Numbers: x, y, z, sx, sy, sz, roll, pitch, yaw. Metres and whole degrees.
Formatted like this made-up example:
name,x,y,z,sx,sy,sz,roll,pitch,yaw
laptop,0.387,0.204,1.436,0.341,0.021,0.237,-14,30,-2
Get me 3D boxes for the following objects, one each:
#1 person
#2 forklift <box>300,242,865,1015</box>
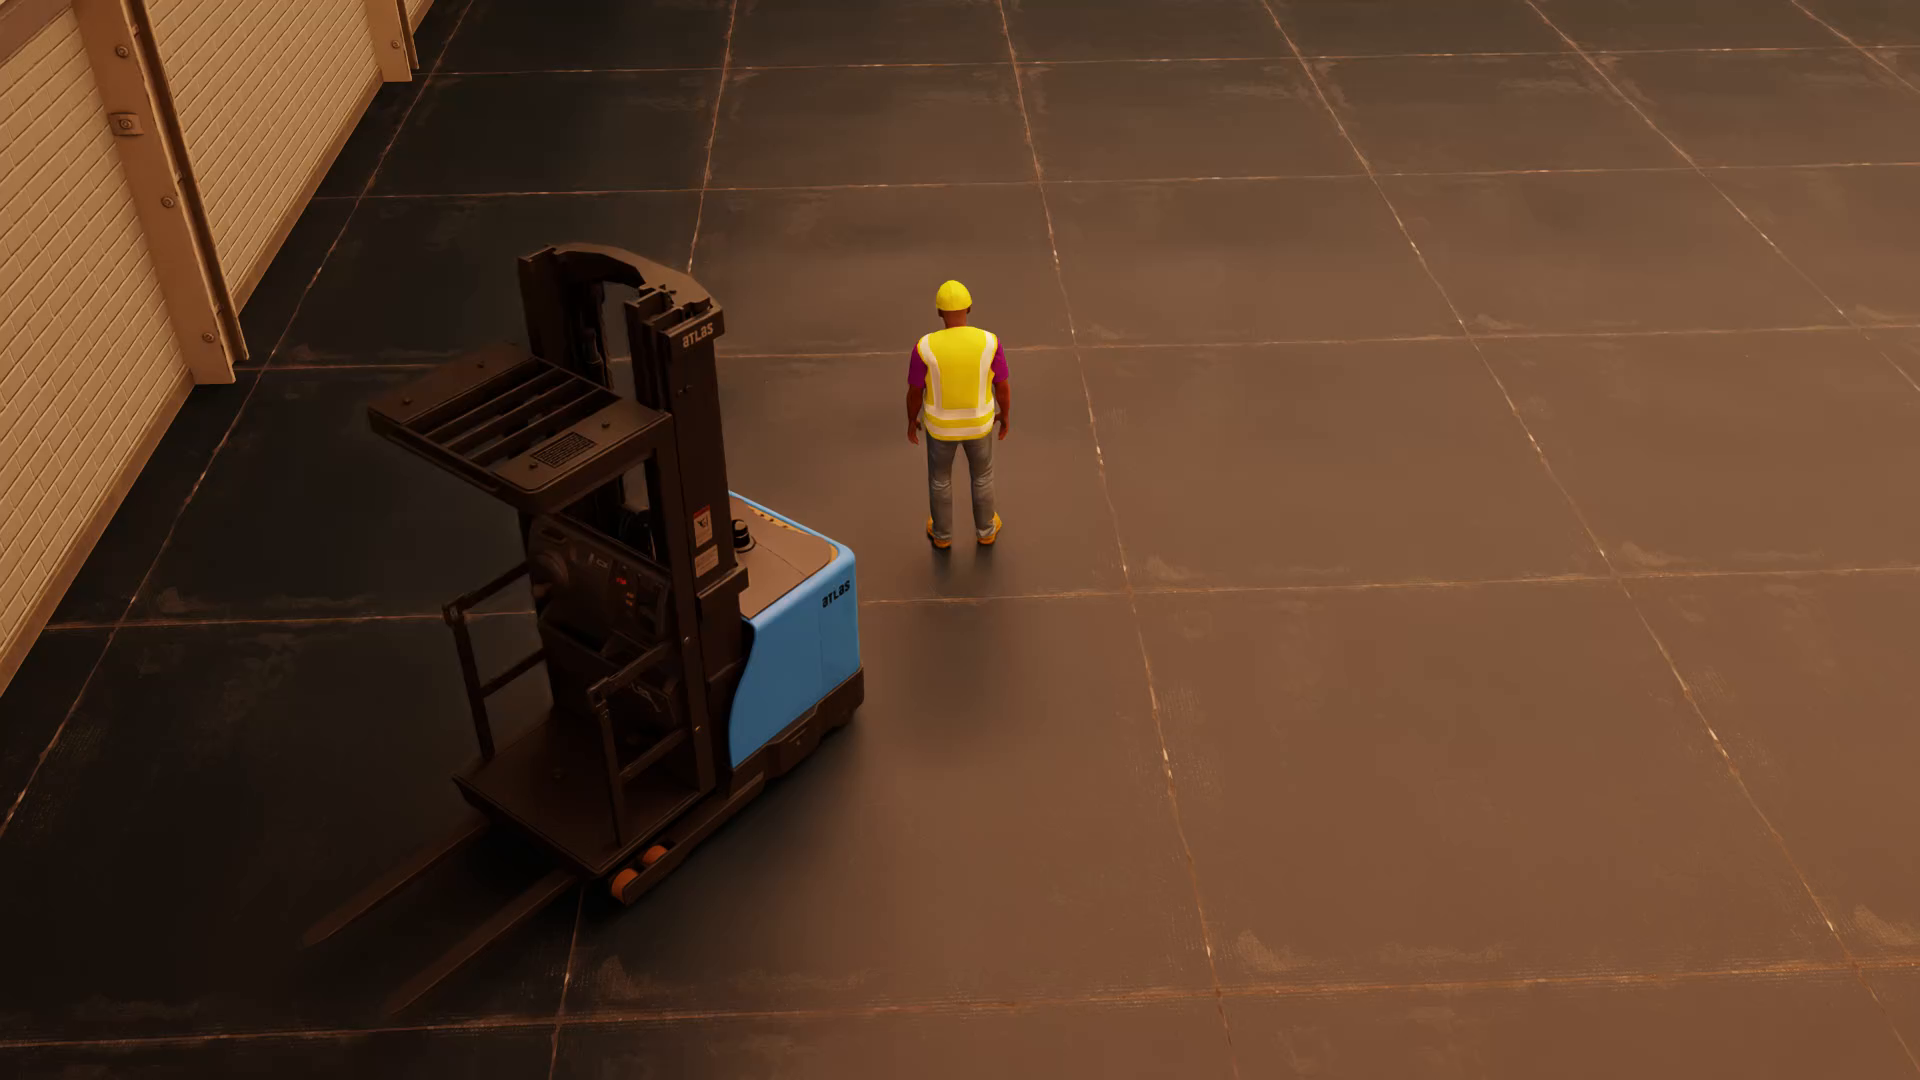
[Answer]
name,x,y,z,sx,sy,sz,roll,pitch,yaw
person,-0.010,-0.733,10.015,0.626,1.760,0.460,-3,36,-4
forklift,-1.828,0.247,7.671,1.130,2.935,3.031,25,43,30
